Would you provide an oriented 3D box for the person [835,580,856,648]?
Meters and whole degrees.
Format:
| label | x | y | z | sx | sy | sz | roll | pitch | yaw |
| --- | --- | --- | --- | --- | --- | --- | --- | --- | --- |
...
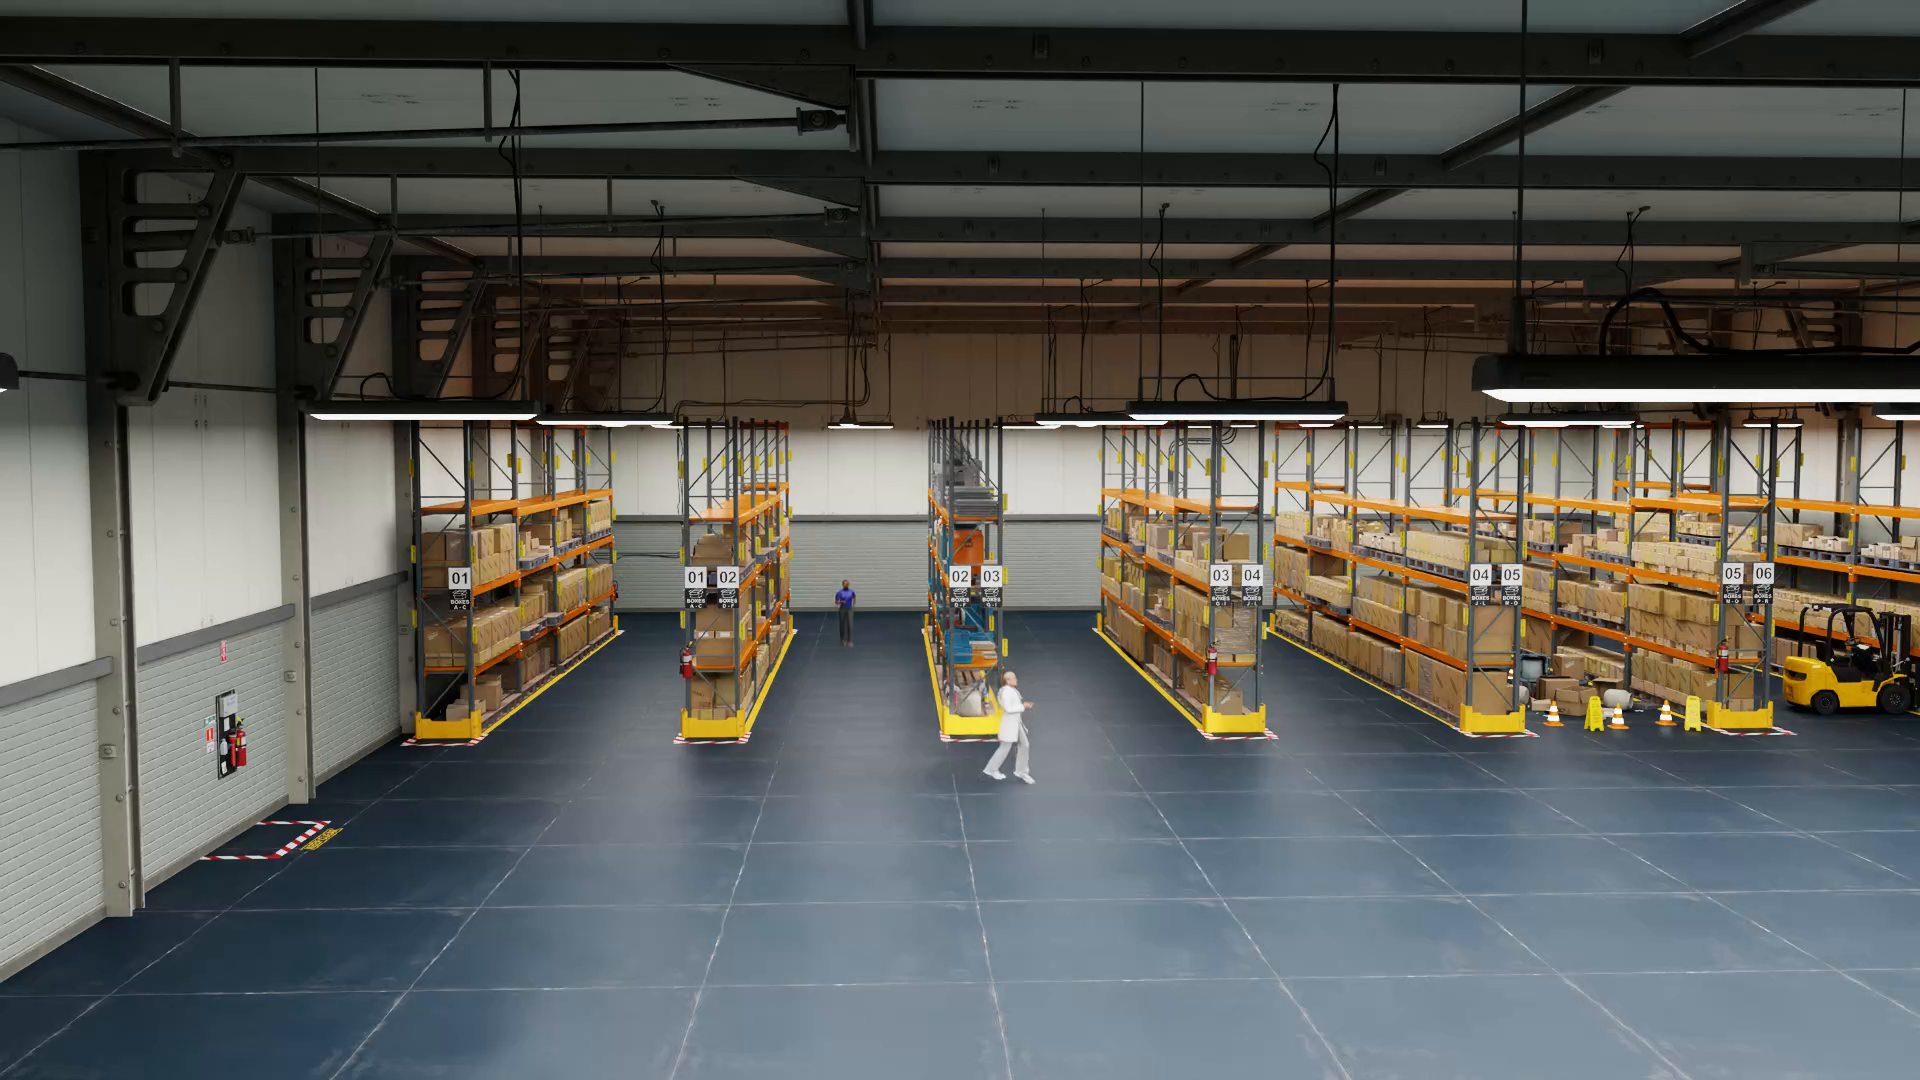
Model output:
| label | x | y | z | sx | sy | sz | roll | pitch | yaw |
| --- | --- | --- | --- | --- | --- | --- | --- | --- | --- |
| person | -2.876 | 1.847 | 41.942 | 0.570 | 1.696 | 0.810 | -1 | 4 | -12 |

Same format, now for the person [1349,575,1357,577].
| label | x | y | z | sx | sy | sz | roll | pitch | yaw |
| --- | --- | --- | --- | --- | --- | --- | --- | --- | --- |
| person | 11.106 | 1.809 | 47.057 | 0.553 | 1.748 | 0.804 | 0 | 4 | -6 |

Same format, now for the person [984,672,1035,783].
| label | x | y | z | sx | sy | sz | roll | pitch | yaw |
| --- | --- | --- | --- | --- | --- | --- | --- | --- | --- |
| person | 0.804 | 3.060 | 27.085 | 0.842 | 1.841 | 0.692 | 1 | 4 | 17 |
